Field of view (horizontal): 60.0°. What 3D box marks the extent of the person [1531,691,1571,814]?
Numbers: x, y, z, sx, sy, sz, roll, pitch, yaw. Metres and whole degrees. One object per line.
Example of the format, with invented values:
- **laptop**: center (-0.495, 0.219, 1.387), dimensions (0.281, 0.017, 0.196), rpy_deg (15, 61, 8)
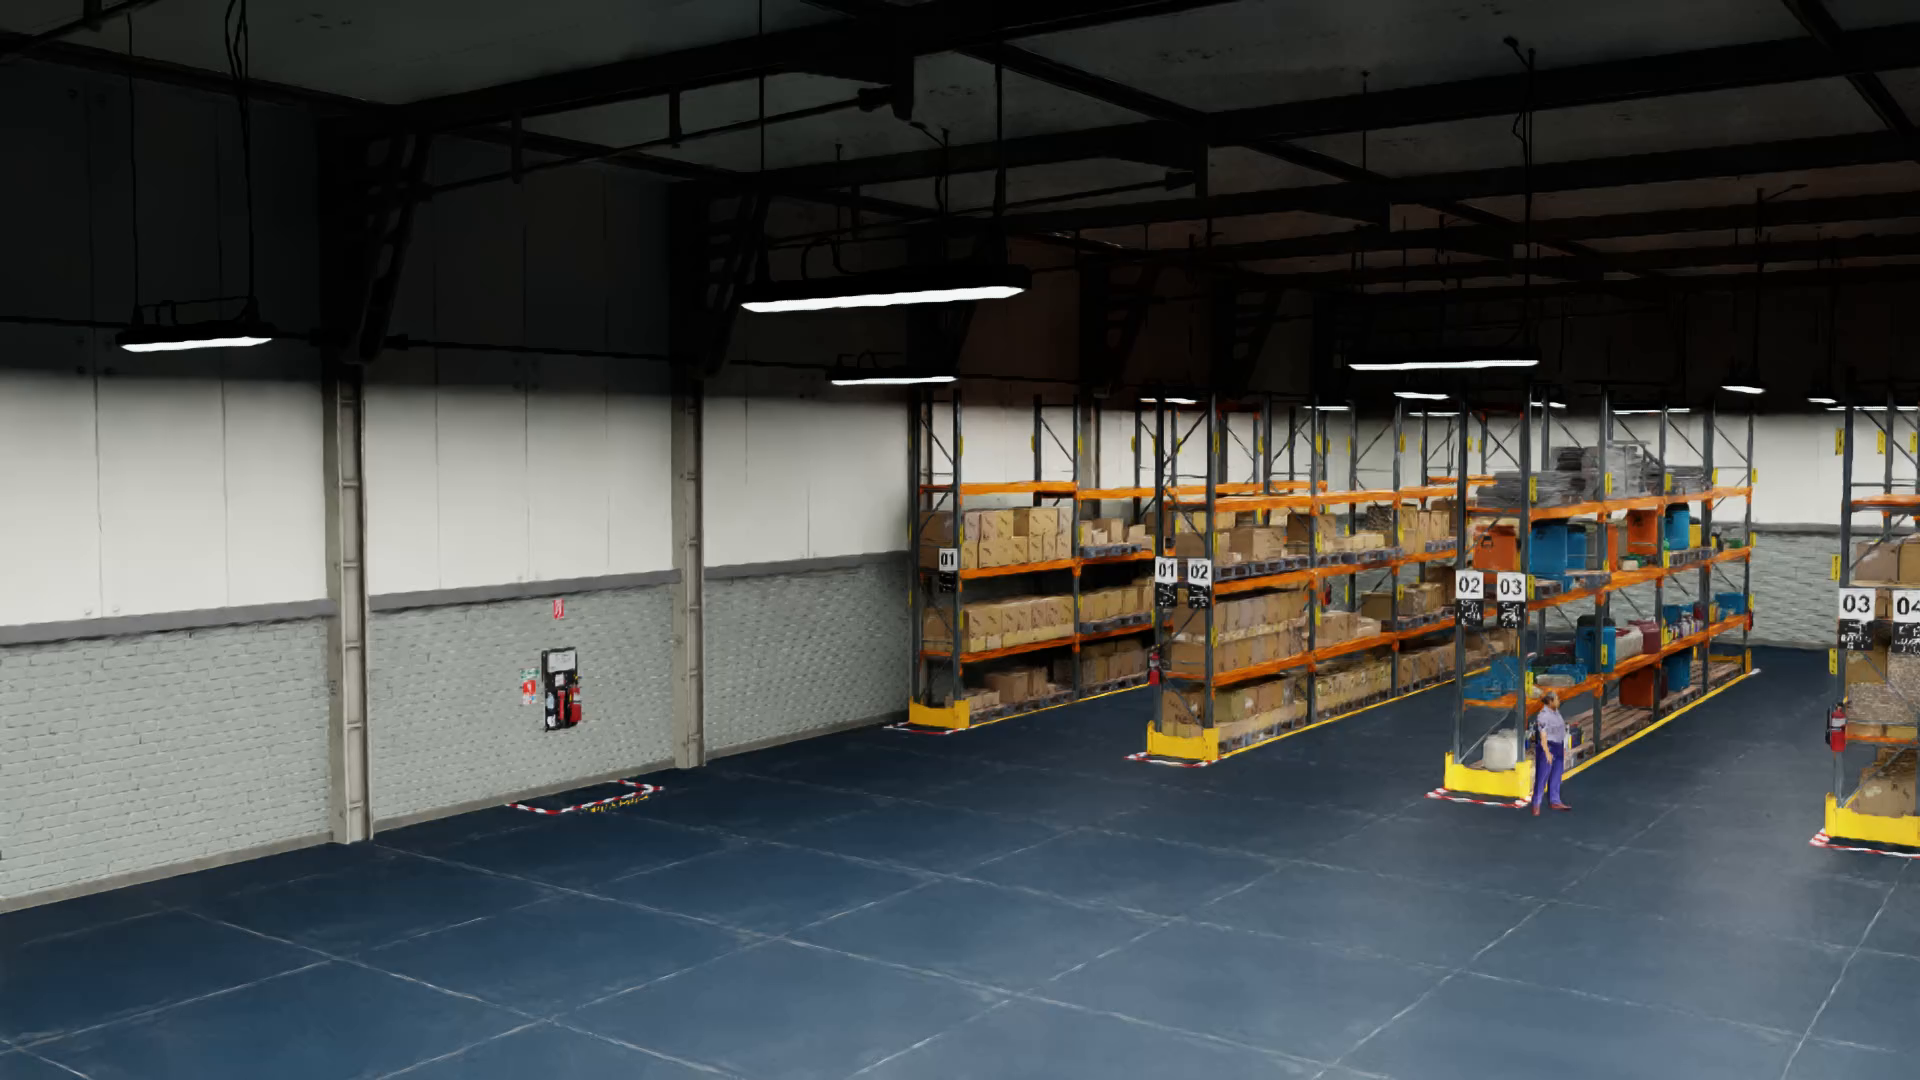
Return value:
- **person**: center (8.028, 2.875, 22.642), dimensions (0.657, 1.653, 0.378), rpy_deg (-3, 4, -43)
